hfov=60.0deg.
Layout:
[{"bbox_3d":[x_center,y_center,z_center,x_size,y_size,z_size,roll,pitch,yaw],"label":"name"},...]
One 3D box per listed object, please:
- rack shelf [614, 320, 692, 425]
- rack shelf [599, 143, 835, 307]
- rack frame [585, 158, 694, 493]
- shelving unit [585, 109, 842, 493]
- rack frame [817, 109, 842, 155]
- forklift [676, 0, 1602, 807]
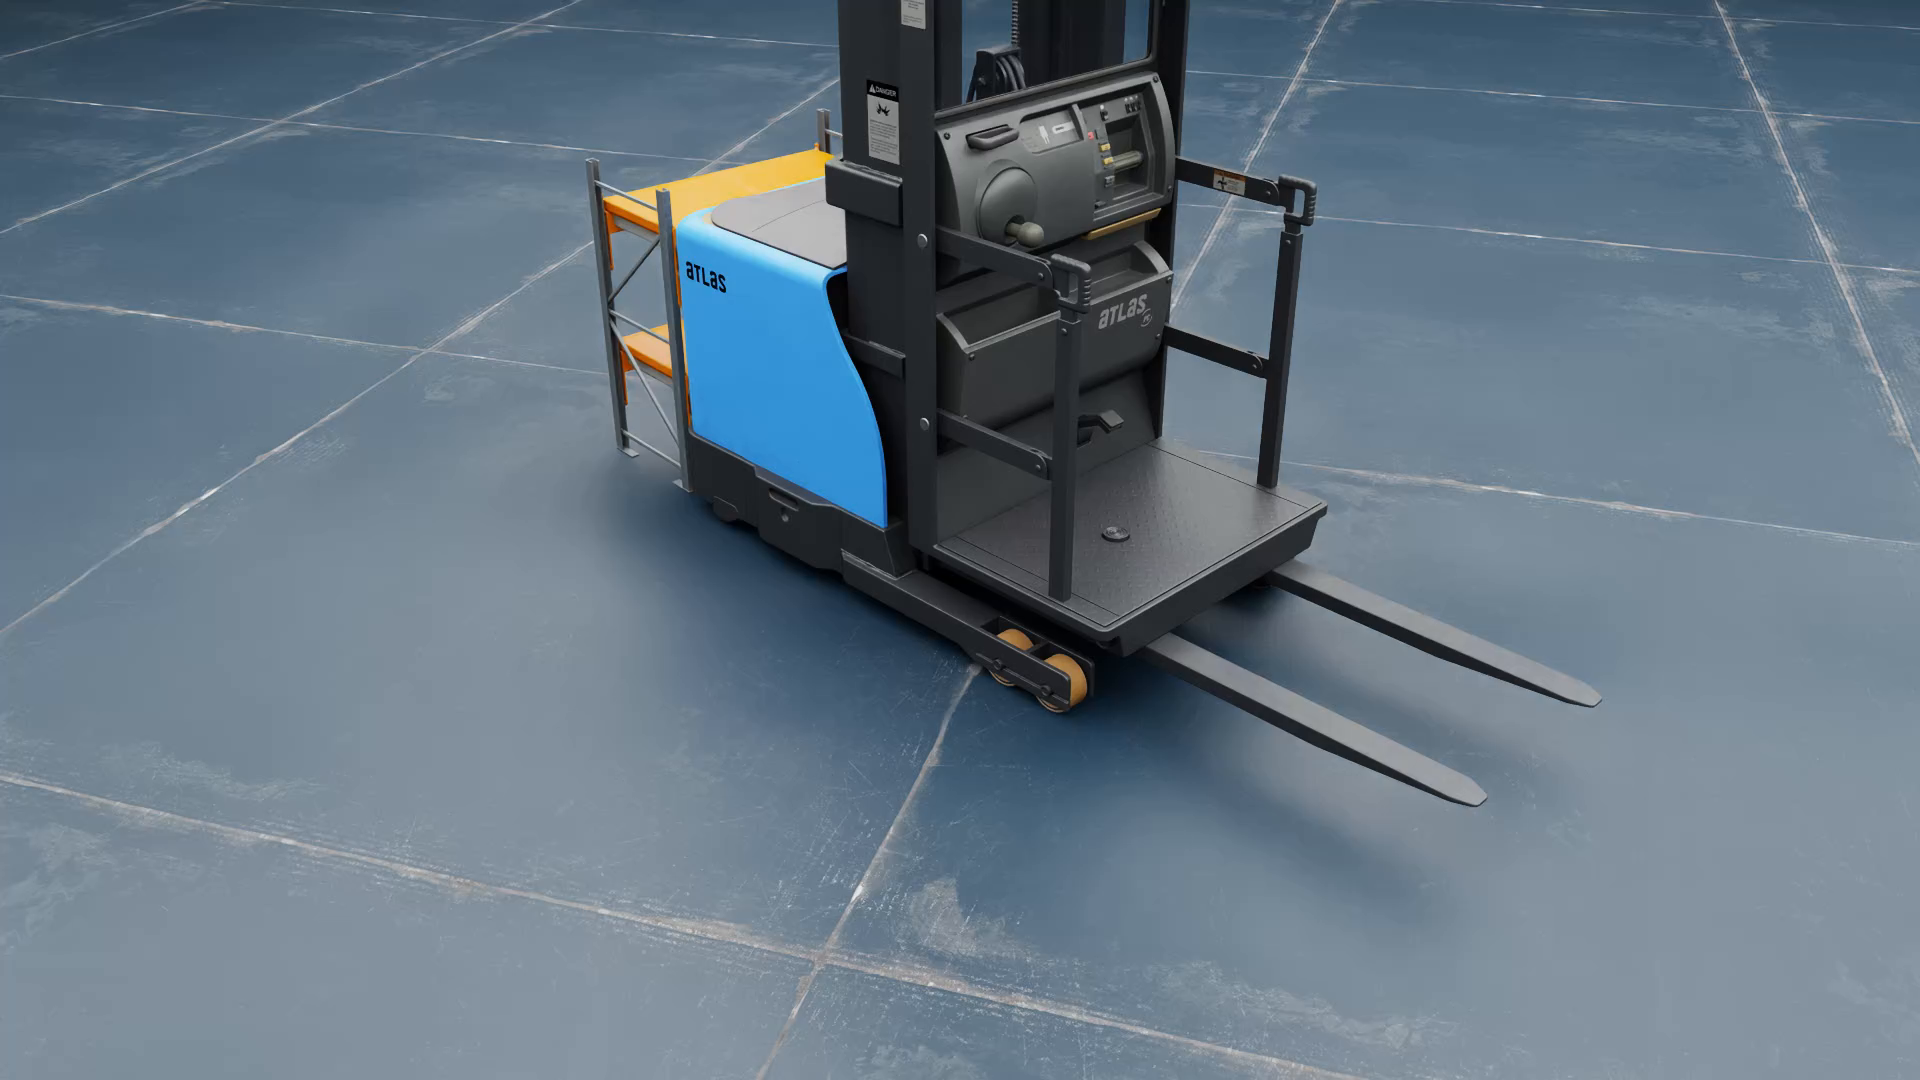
[{"bbox_3d":[-0.759,-0.707,6.366,1.000,0.278,0.538,-23,37,-35],"label":"rack shelf"},{"bbox_3d":[-0.759,-1.176,6.105,1.000,0.278,0.538,-23,37,-35],"label":"rack shelf"},{"bbox_3d":[-1.140,-0.757,5.954,0.032,1.125,0.500,-23,37,-35],"label":"rack frame"},{"bbox_3d":[-0.759,-0.920,6.248,1.048,1.125,0.538,-23,37,-35],"label":"shelving unit"},{"bbox_3d":[-0.377,-1.084,6.541,0.032,1.125,0.500,-23,37,-35],"label":"rack frame"},{"bbox_3d":[0.445,-1.064,4.647,1.130,2.935,3.031,-26,38,-38],"label":"forklift"}]
